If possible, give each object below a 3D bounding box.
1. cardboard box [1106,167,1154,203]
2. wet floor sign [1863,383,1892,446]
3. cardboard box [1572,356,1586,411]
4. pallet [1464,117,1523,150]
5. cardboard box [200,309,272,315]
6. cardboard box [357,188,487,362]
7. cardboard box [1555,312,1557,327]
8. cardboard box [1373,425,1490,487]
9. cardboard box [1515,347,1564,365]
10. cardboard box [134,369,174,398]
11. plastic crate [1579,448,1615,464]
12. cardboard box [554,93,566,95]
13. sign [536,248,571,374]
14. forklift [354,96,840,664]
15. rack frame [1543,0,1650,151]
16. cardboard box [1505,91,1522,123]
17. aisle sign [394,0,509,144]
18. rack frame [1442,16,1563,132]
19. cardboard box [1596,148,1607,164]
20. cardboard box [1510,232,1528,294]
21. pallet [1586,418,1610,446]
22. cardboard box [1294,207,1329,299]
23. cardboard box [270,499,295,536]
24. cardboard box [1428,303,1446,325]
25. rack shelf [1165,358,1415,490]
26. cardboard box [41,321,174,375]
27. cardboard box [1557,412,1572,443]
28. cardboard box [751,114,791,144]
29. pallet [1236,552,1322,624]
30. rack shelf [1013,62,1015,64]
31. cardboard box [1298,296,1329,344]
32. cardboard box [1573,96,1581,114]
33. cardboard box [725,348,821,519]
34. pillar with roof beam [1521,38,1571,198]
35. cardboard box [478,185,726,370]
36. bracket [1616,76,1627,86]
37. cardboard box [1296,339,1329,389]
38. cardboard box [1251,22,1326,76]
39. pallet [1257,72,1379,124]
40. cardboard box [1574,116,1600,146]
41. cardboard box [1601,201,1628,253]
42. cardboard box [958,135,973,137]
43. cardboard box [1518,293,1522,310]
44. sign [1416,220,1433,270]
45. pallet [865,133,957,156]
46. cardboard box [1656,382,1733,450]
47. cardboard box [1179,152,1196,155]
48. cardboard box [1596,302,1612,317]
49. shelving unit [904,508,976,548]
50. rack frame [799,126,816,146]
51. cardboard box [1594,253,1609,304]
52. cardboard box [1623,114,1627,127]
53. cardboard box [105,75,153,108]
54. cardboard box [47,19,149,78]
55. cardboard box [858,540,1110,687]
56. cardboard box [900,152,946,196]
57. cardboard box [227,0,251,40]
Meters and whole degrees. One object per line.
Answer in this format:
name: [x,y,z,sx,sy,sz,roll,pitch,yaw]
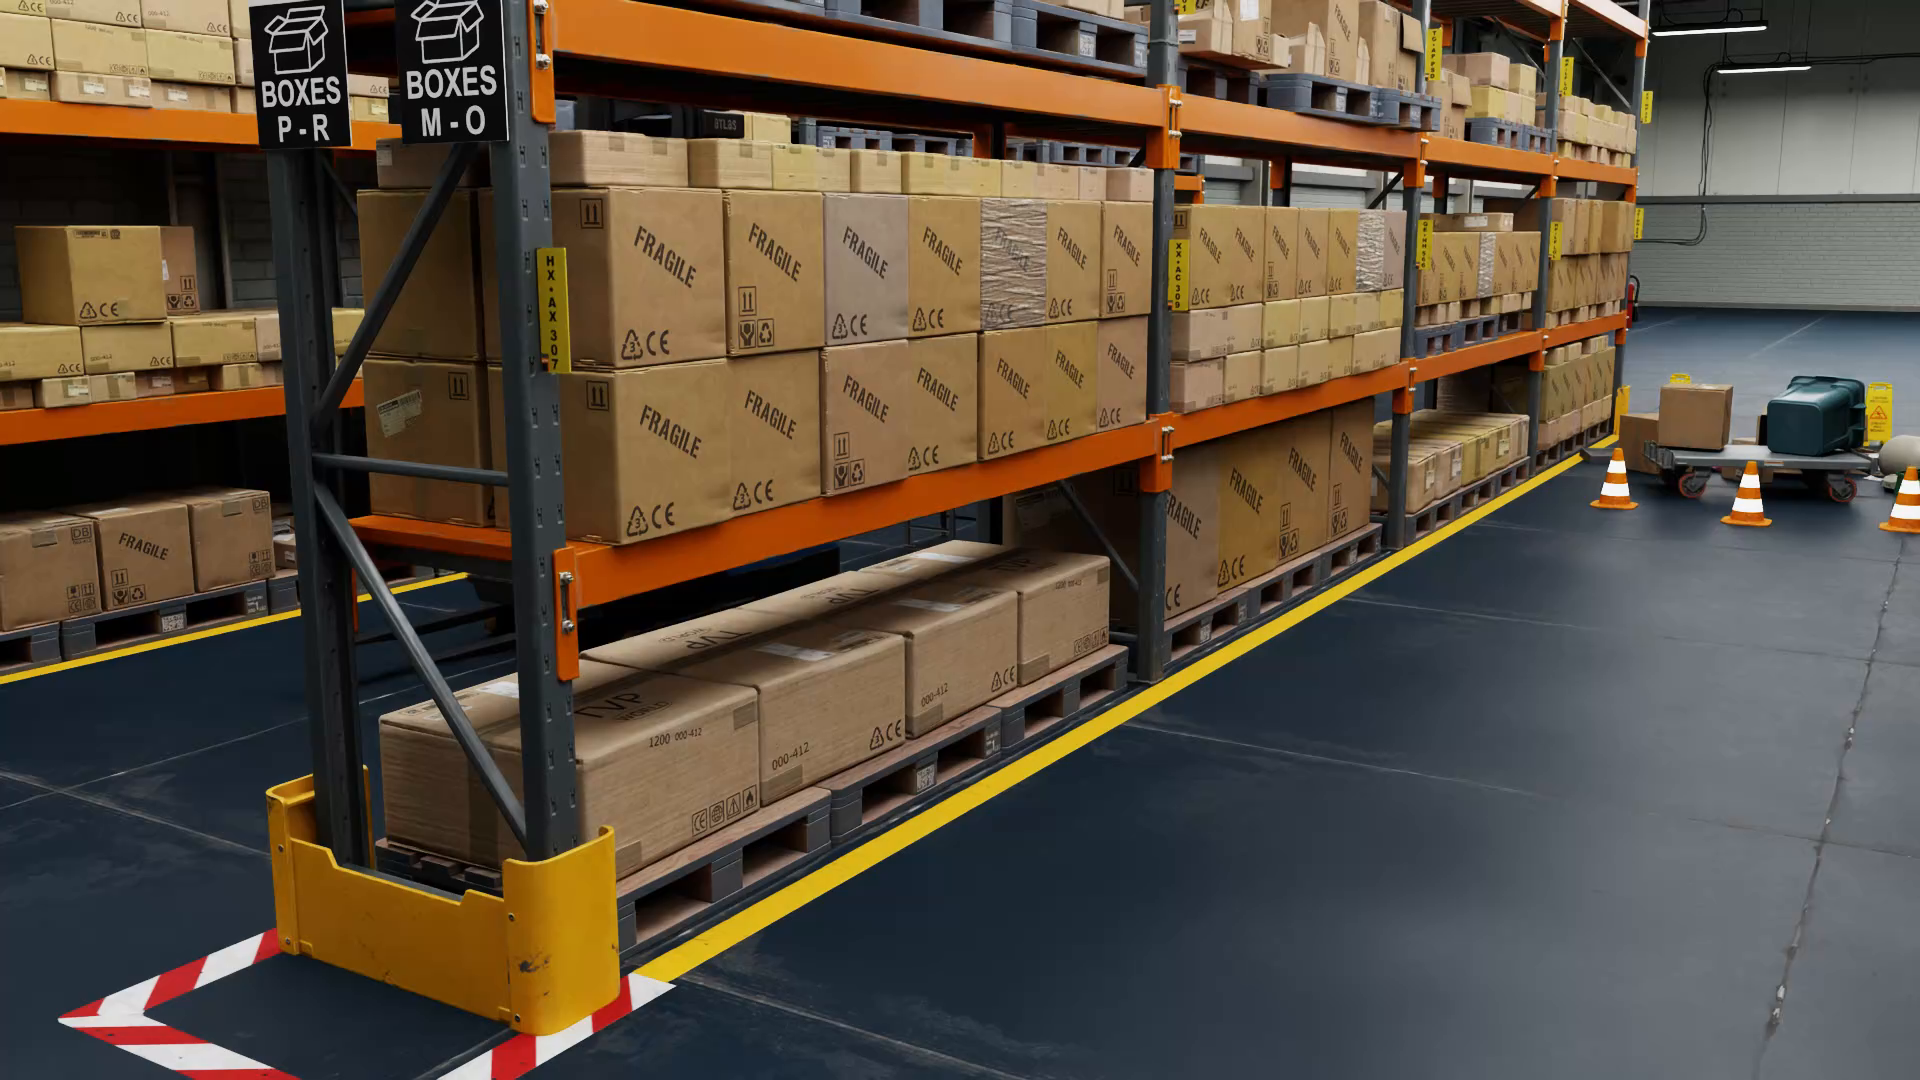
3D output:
cardboard box: [0.652,-1.601,7.515,0.380,0.149,0.250,6,12,30]
wet floor sign: [9.376,-1.287,16.988,0.267,0.644,0.232,4,11,21]
cardboard box: [5.769,-1.535,16.211,0.500,0.500,0.500,7,13,34]
pallet: [3.746,-3.210,13.222,1.213,0.211,1.003,6,12,31]
cardboard box: [-4.447,-1.234,9.910,0.500,0.250,0.500,6,12,30]
cardboard box: [-1.490,-0.830,5.162,0.500,0.500,0.500,7,13,33]
cardboard box: [5.218,-2.018,15.181,0.380,0.149,0.250,7,13,32]
cardboard box: [3.693,-0.687,13.388,0.950,0.372,0.625,7,13,33]
cardboard box: [5.347,-1.701,15.336,0.380,0.149,0.250,7,12,32]
cardboard box: [-4.470,-0.855,8.966,0.380,0.149,0.250,6,12,31]
plastic crate: [6.209,-0.812,15.987,0.402,0.080,0.583,2,11,11]
cardboard box: [-2.793,-3.027,11.006,0.380,0.149,0.250,7,12,31]
sign: [-1.066,-0.601,4.362,0.100,0.325,0.005,6,12,31]
forklift: [-1.939,-0.920,8.818,1.130,2.935,3.031,7,13,32]
rack frame: [6.770,-5.656,17.626,1.000,3.000,0.127,6,12,31]
cardboard box: [4.247,-3.500,13.530,0.500,0.250,0.500,7,12,31]
aisle sign: [-1.326,-1.430,4.289,0.394,0.787,0.004,6,12,31]
rack frame: [4.693,-5.027,14.266,1.000,3.000,0.127,6,12,31]
cardboard box: [6.065,-3.730,16.170,0.380,0.149,0.250,6,12,30]
cardboard box: [4.393,-2.307,13.820,0.500,0.500,0.500,6,12,31]
pallet: [6.279,-1.200,17.706,1.003,0.211,1.213,6,12,31]
cardboard box: [1.780,-1.646,9.518,0.500,0.500,0.500,6,12,30]
cardboard box: [-4.249,-0.097,10.401,0.500,0.311,0.500,7,13,33]
cardboard box: [3.301,-1.645,12.047,0.380,0.149,0.250,5,12,27]
rack shelf: [1.578,-0.781,9.844,1.077,0.370,4.000,6,12,31]
cardboard box: [-4.546,-1.024,8.789,0.500,0.250,0.500,6,12,29]
cardboard box: [5.498,-1.085,15.844,0.500,0.250,0.500,7,13,34]
cardboard box: [-1.687,-3.219,13.170,0.500,0.250,0.500,6,12,29]
pallet: [1.509,0.229,10.069,1.003,0.211,1.213,6,12,31]
rack shelf: [1.487,-5.265,18.579,1.077,0.370,4.000,6,12,31]
cardboard box: [1.802,-1.276,9.579,0.500,0.250,0.500,6,12,29]
cardboard box: [5.391,-3.924,15.040,0.380,0.149,0.250,6,12,29]
cardboard box: [-0.803,-0.370,5.424,0.500,0.500,0.500,6,12,30]
pillar with roof beam: [17.534,-9.469,37.996,9.100,9.000,0.548,6,12,31]
cardboard box: [-1.044,-0.780,4.894,0.500,0.500,0.500,6,12,29]
bracket: [18.719,-12.998,47.060,0.235,0.232,0.430,6,12,31]
cardboard box: [1.808,-1.029,9.619,0.500,0.250,0.500,6,12,30]
cardboard box: [1.788,-2.689,9.151,0.396,0.266,0.258,8,13,35]
pallet: [1.750,-2.548,9.690,1.003,0.211,1.213,7,13,33]
cardboard box: [5.687,-3.828,15.610,0.500,0.250,0.500,7,12,31]
cardboard box: [6.245,-3.124,16.607,0.700,0.500,0.500,6,12,30]
cardboard box: [0.138,-3.956,15.968,0.380,0.149,0.250,6,12,31]
cardboard box: [4.510,-2.014,14.017,0.380,0.149,0.250,6,12,29]
sign: [3.093,-1.966,11.070,0.100,0.325,0.005,6,12,31]
pallet: [-0.774,-3.596,15.285,1.003,0.211,1.213,7,13,33]
cardboard box: [6.230,-1.056,14.095,0.500,0.500,0.500,6,12,31]
cardboard box: [2.504,-4.867,19.879,0.500,0.500,0.500,7,13,33]
cardboard box: [6.463,-2.372,17.072,0.380,0.149,0.250,7,12,32]
shelving unit: [-0.086,-1.006,11.536,0.431,2.100,0.503,6,12,31]
rack frame: [-1.628,-1.923,13.987,1.000,3.000,0.127,6,12,31]
cardboard box: [6.197,-2.634,16.708,0.500,0.500,0.500,6,12,30]
cardboard box: [6.680,-4.332,17.220,0.380,0.149,0.250,7,12,32]
cardboard box: [-4.413,-2.315,8.613,0.380,0.149,0.250,7,13,32]
cardboard box: [-4.546,-2.500,8.518,0.500,0.250,0.500,6,12,30]
cardboard box: [0.122,0.321,7.822,0.875,0.438,0.875,6,12,30]
cardboard box: [-0.275,-1.320,6.014,0.380,0.149,0.250,6,12,29]
cardboard box: [-4.017,-2.903,9.314,0.500,0.250,0.500,6,12,30]
